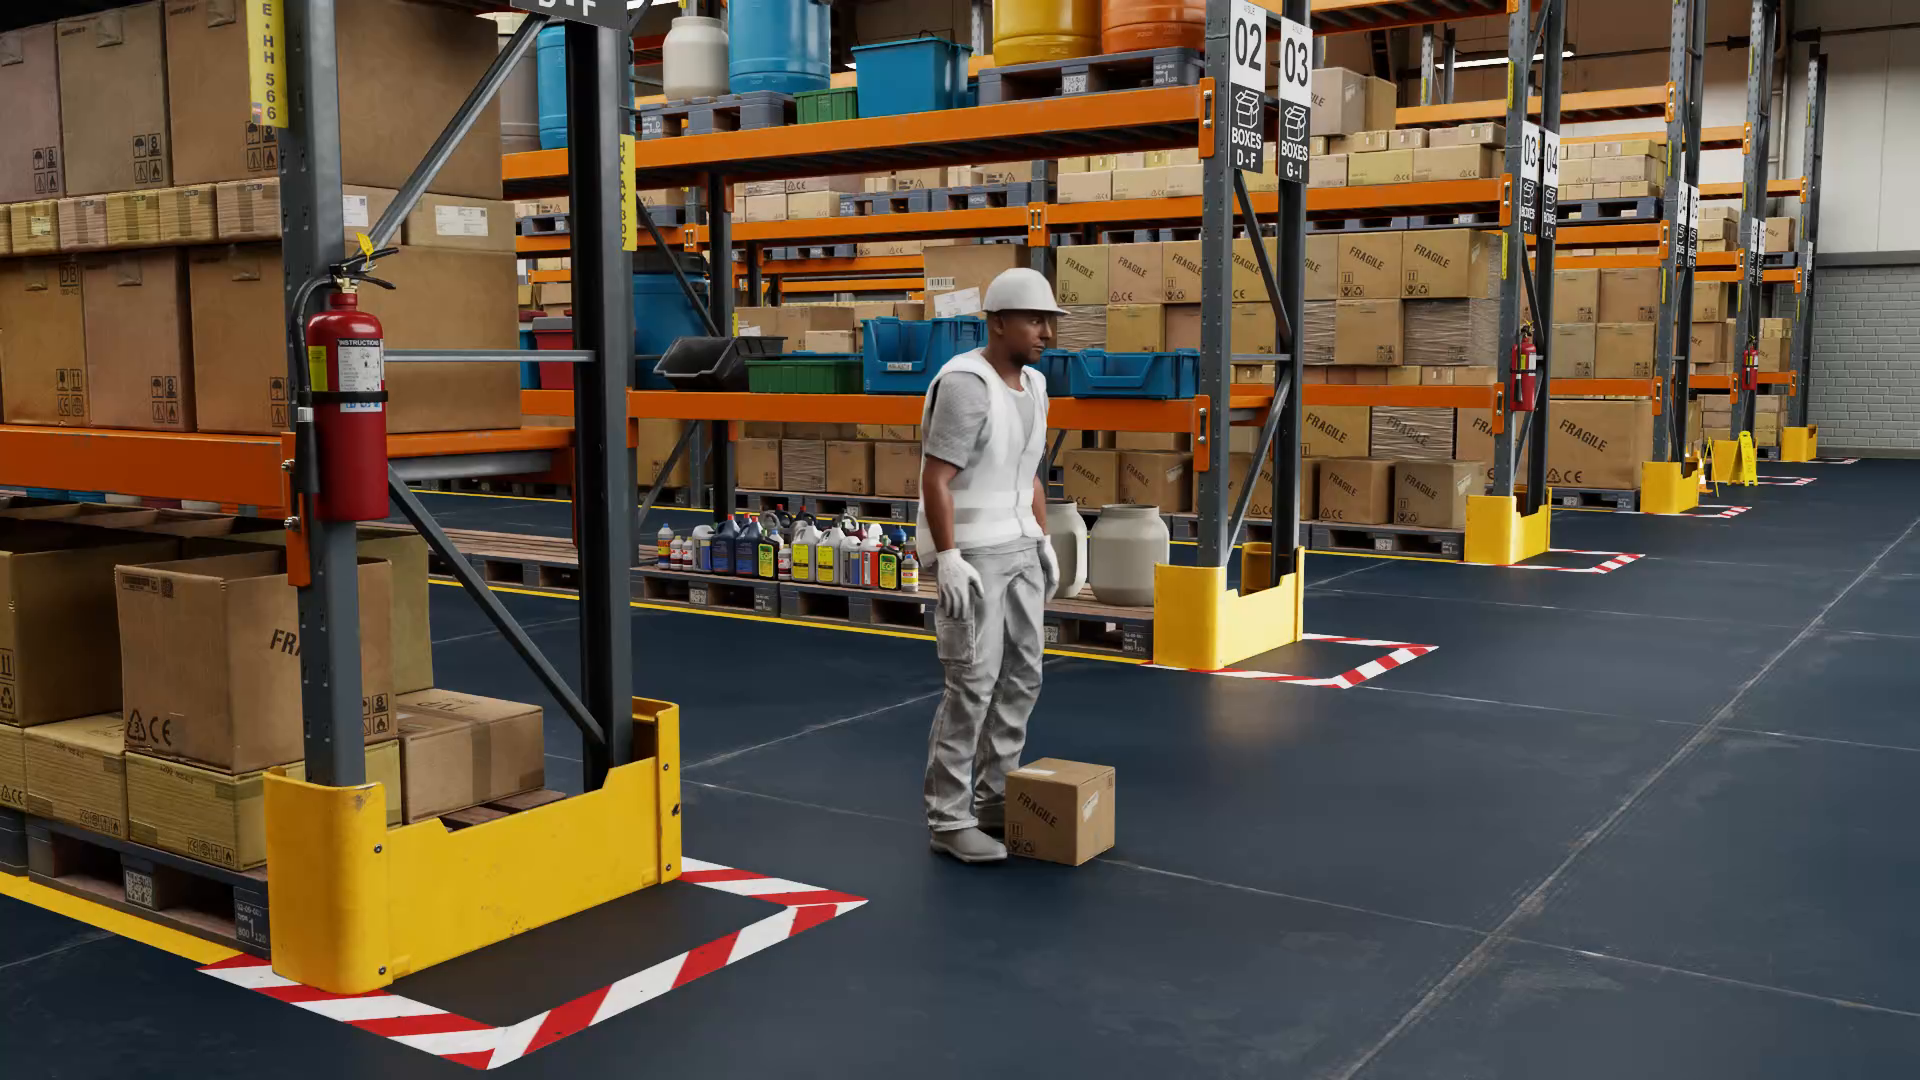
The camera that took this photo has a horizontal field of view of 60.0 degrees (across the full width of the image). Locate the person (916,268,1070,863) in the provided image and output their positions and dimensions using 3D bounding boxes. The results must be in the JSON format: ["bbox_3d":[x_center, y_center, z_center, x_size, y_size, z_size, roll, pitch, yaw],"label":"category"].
[{"bbox_3d":[0.111,0.060,5.126,0.453,1.774,0.620,4,7,33],"label":"person"}]
